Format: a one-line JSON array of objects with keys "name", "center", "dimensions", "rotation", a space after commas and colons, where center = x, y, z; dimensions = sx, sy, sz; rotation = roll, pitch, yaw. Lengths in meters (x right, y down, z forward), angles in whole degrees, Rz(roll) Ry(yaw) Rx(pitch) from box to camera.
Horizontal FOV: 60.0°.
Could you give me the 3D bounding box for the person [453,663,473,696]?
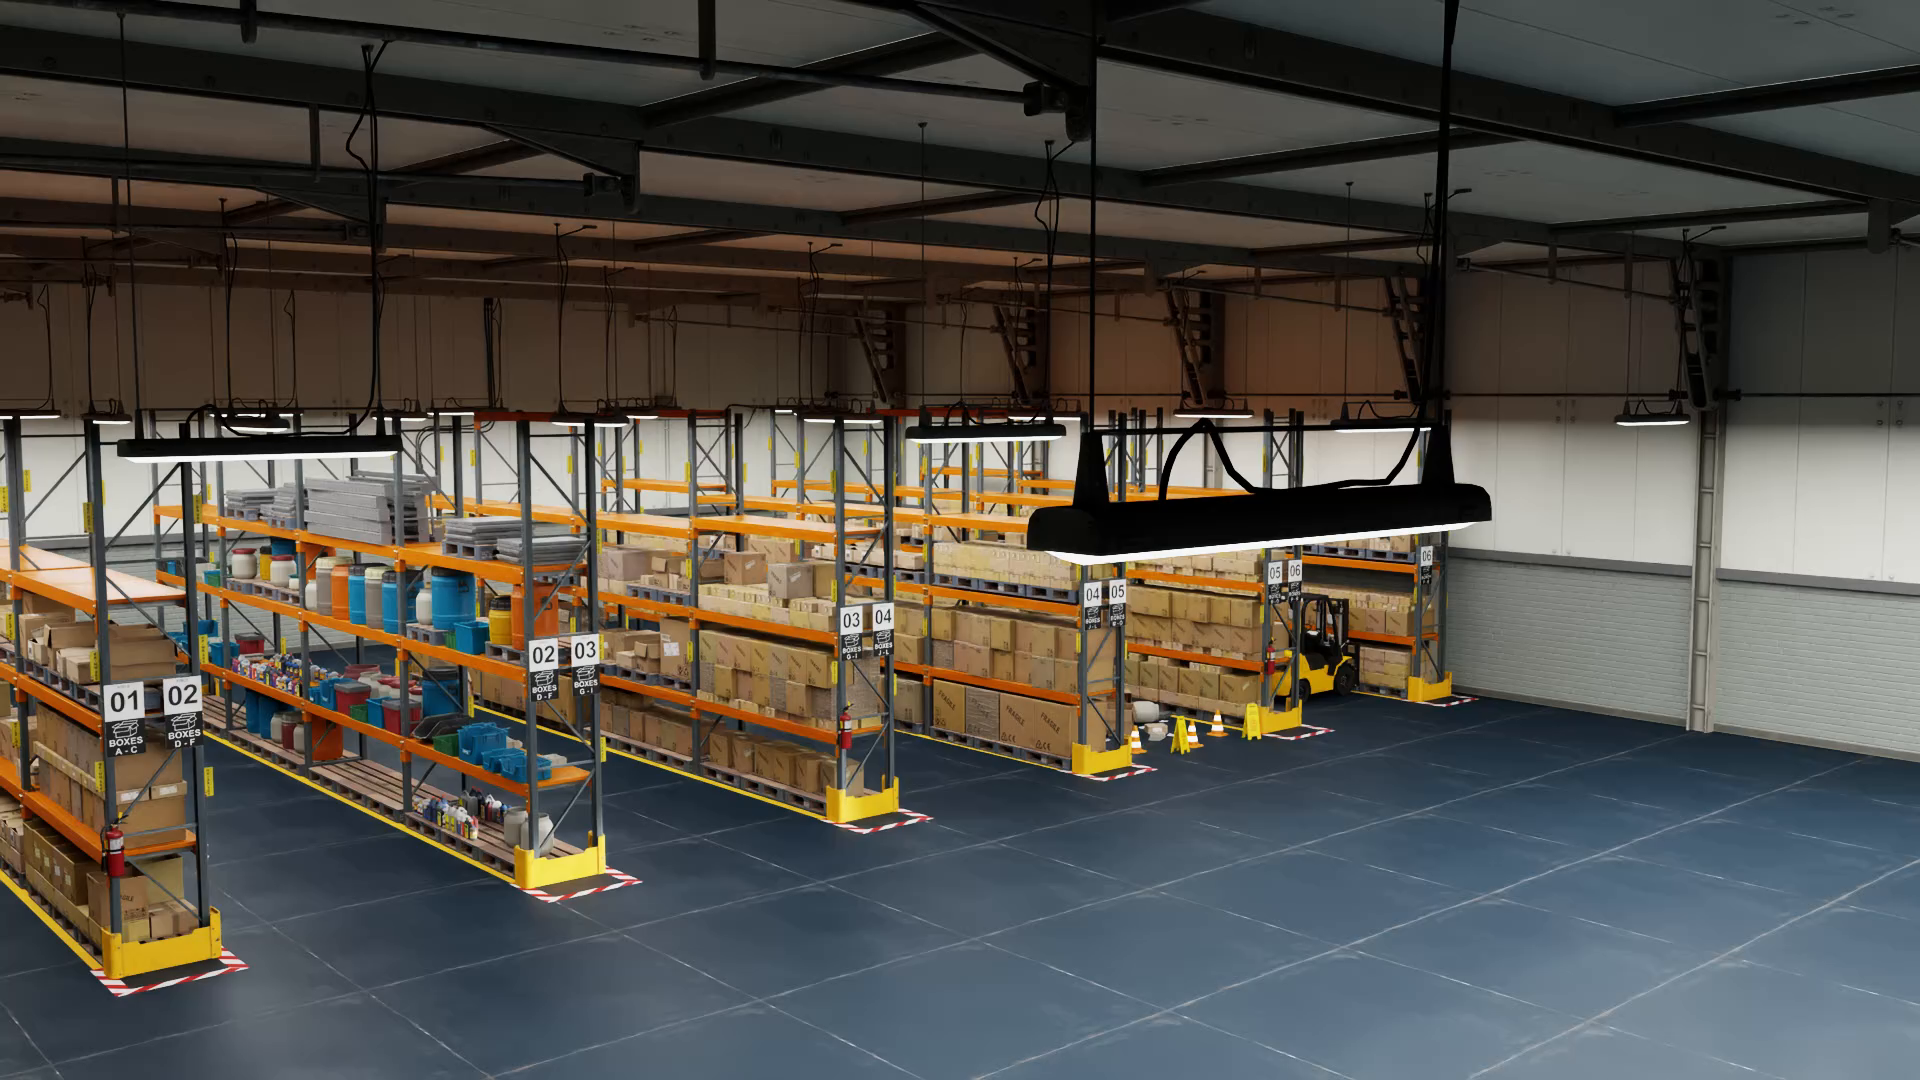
[{"name": "person", "center": [-8.977, 2.882, 29.851], "dimensions": [0.949, 1.616, 0.516], "rotation": [4, 7, 42]}]
